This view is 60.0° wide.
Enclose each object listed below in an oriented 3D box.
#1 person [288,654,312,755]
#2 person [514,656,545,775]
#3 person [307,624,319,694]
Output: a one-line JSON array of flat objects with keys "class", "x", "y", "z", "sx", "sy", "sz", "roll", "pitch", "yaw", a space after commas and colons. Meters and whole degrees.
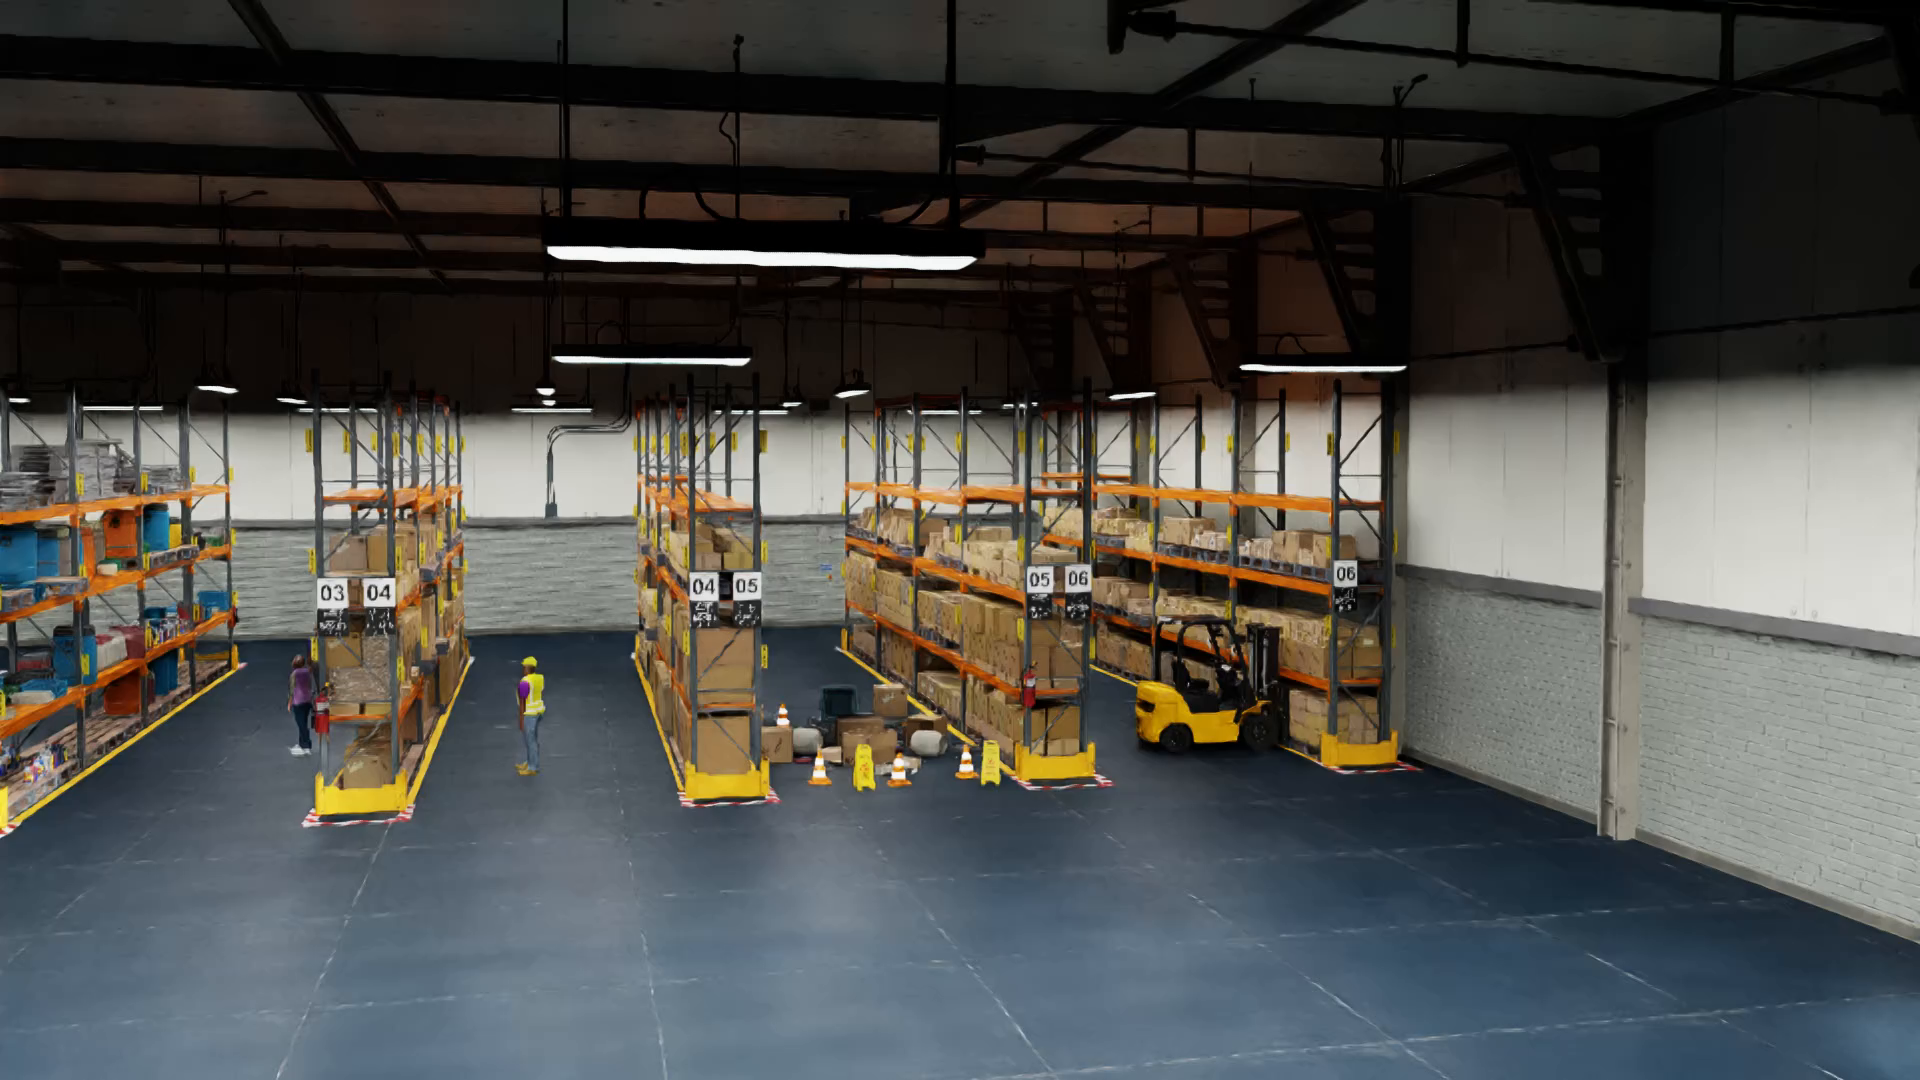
[{"class": "person", "x": -10.670, "y": 2.640, "z": 26.873, "sx": 0.527, "sy": 1.592, "sz": 0.522, "roll": 1, "pitch": 3, "yaw": 17}, {"class": "person", "x": -6.573, "y": 2.646, "z": 25.246, "sx": 0.503, "sy": 1.764, "sz": 0.624, "roll": 1, "pitch": 3, "yaw": 16}, {"class": "person", "x": -12.261, "y": 2.367, "z": 31.842, "sx": 0.447, "sy": 1.560, "sz": 1.088, "roll": -1, "pitch": 3, "yaw": -11}]
